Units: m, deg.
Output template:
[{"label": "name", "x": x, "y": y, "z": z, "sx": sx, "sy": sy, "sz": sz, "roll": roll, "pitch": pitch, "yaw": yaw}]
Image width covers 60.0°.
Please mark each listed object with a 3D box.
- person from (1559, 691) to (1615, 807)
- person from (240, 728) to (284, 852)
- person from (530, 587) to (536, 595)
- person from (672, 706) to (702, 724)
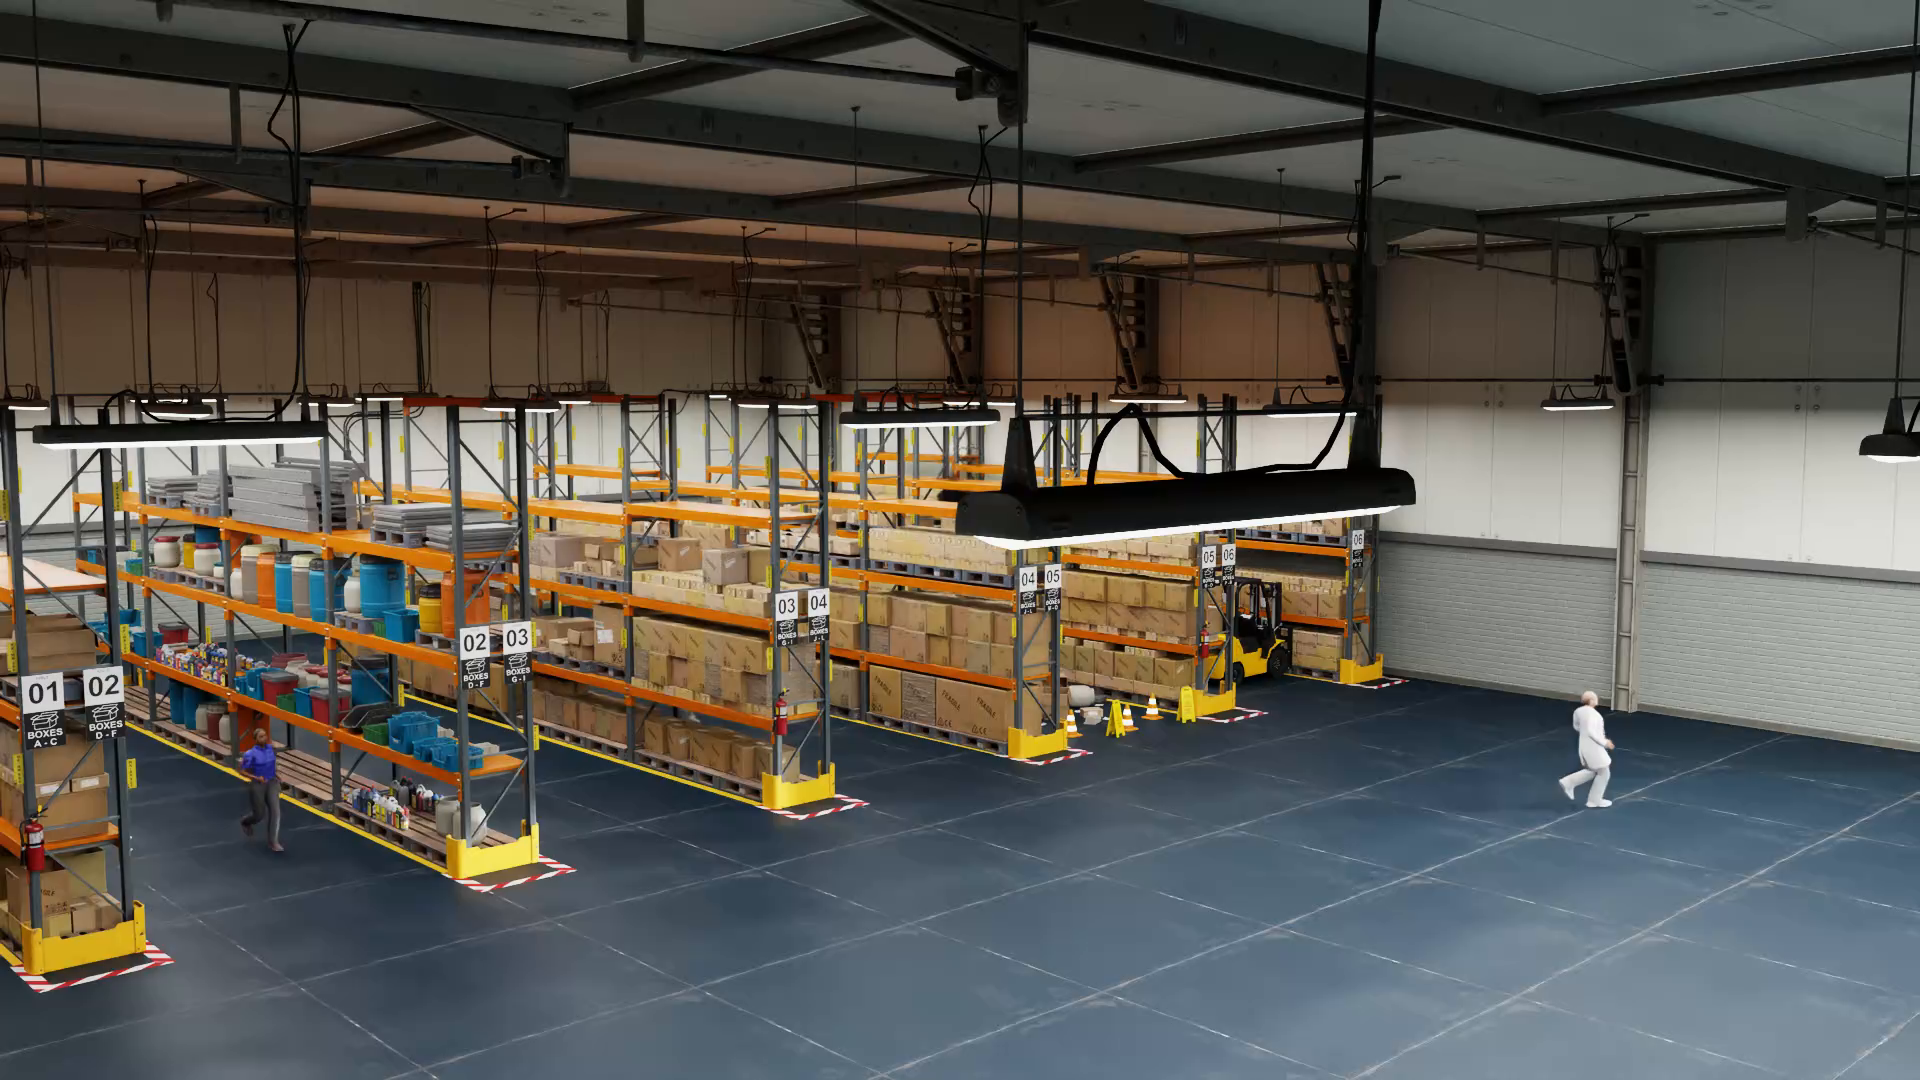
[{"label": "person", "x": 9.291, "y": 3.092, "z": 24.584, "sx": 0.753, "sy": 1.730, "sz": 0.713, "roll": 0, "pitch": 6, "yaw": -3}, {"label": "person", "x": -9.419, "y": 3.350, "z": 22.444, "sx": 0.851, "sy": 1.650, "sz": 0.579, "roll": 4, "pitch": 7, "yaw": 36}, {"label": "person", "x": -10.554, "y": 1.578, "z": 40.565, "sx": 0.648, "sy": 1.621, "sz": 0.939, "roll": 5, "pitch": 7, "yaw": 42}, {"label": "person", "x": -5.076, "y": 2.470, "z": 30.654, "sx": 0.986, "sy": 1.763, "sz": 0.693, "roll": 5, "pitch": 7, "yaw": 41}]
